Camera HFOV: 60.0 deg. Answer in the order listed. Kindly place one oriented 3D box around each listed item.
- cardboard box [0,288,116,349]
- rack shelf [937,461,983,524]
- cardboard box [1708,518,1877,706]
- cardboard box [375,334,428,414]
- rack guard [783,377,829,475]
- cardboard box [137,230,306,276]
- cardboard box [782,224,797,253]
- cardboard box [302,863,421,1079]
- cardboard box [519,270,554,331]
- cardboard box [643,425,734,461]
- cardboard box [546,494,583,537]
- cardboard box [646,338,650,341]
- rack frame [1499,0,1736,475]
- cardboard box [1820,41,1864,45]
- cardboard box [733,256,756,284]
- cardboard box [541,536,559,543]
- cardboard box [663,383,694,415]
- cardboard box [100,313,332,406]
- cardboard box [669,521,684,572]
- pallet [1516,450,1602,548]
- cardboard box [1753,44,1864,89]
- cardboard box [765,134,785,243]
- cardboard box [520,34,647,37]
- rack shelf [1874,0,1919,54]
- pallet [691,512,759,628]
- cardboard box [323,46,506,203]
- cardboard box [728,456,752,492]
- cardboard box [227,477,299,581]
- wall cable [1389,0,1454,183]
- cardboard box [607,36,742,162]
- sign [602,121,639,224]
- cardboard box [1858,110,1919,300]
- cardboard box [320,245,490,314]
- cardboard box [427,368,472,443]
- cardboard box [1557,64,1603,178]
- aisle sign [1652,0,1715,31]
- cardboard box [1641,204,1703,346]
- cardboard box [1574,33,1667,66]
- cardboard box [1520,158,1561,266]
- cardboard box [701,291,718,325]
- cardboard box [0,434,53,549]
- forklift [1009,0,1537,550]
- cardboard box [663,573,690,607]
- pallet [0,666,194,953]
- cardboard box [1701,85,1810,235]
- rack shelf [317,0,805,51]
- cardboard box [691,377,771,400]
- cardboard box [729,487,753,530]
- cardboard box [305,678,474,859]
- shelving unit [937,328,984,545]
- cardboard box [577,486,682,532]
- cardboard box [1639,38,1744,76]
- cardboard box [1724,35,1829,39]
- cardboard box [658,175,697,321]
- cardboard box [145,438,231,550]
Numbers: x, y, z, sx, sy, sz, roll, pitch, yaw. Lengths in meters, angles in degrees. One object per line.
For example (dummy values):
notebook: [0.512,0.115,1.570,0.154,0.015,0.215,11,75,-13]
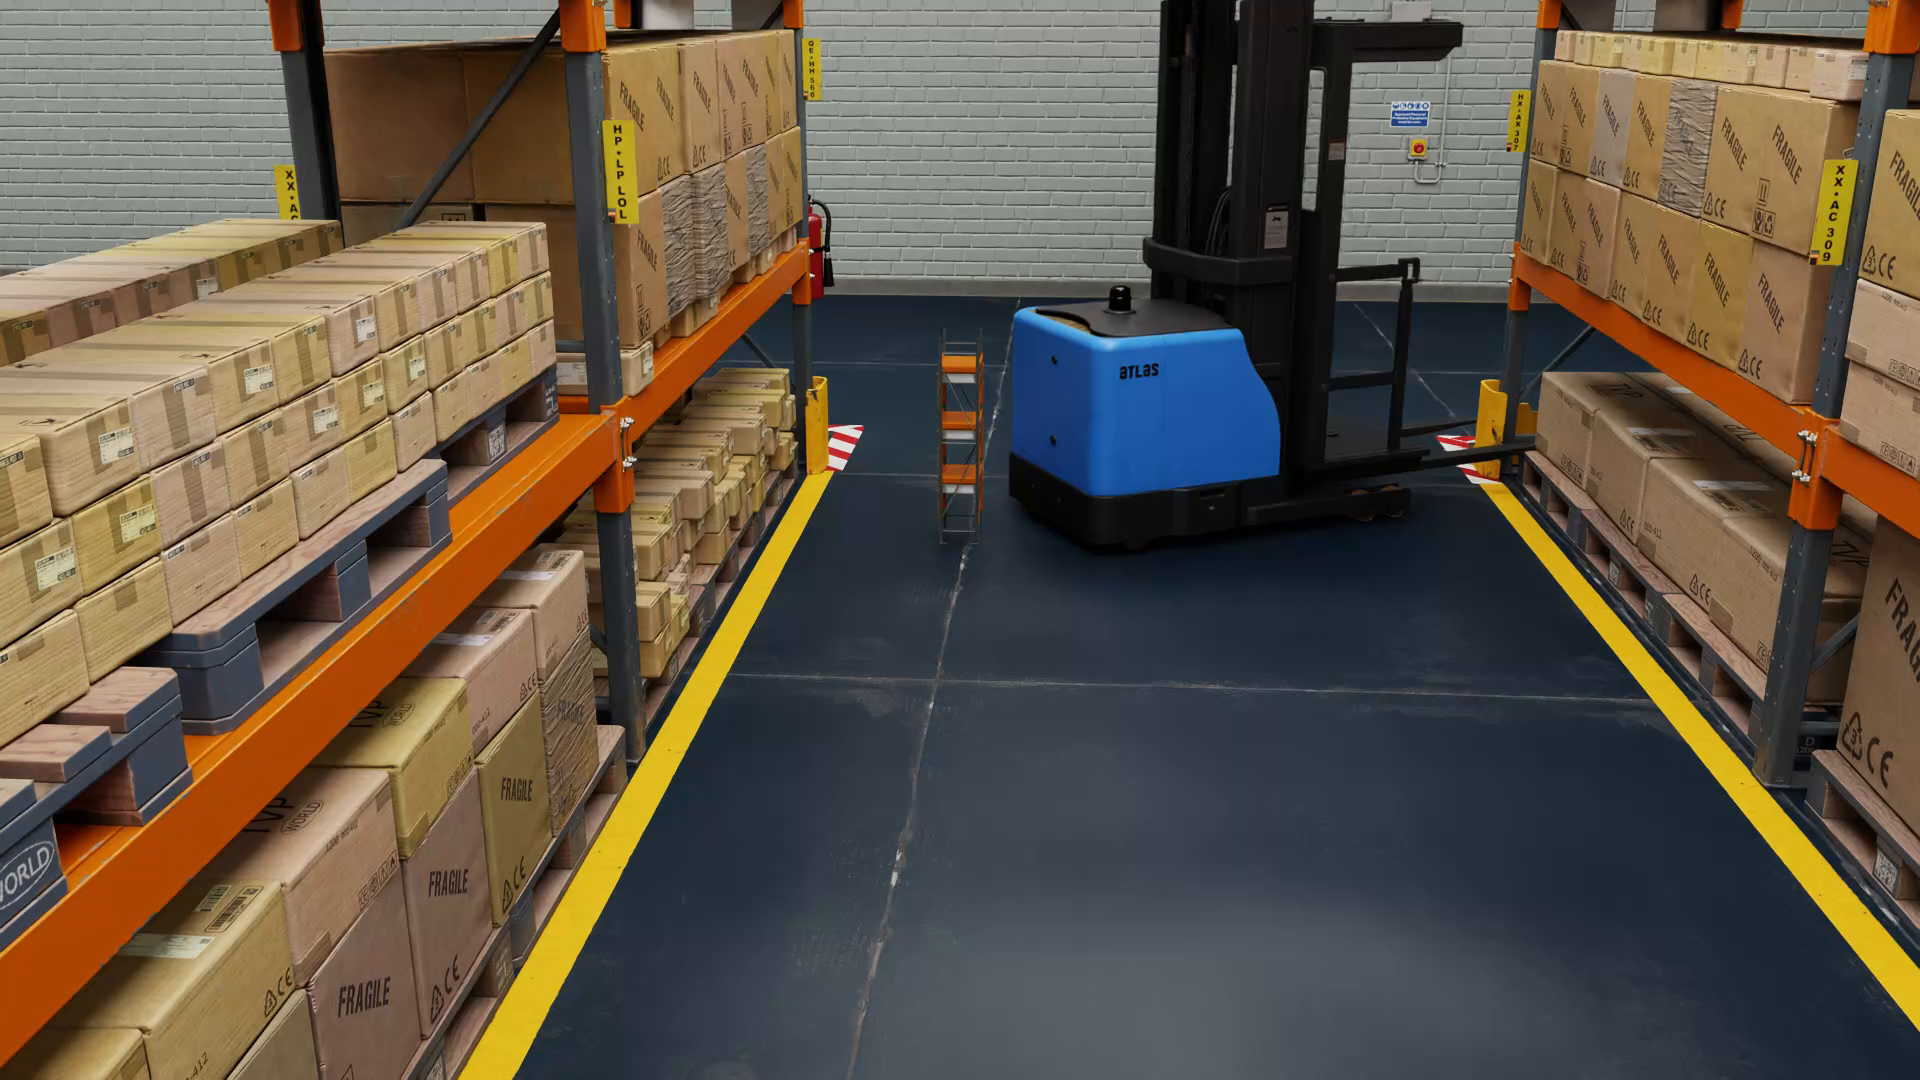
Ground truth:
cardboard box: [-2.226,-0.495,3.890,0.380,0.149,0.250,2,18,6]
rack shelf: [0.004,-0.241,8.400,0.215,0.259,0.240,1,18,4]
cardboard box: [3.450,0.259,6.256,0.875,0.438,0.875,1,18,3]
cardboard box: [-1.552,-0.415,4.122,0.380,0.149,0.250,0,18,1]
rack guard: [-1.366,-0.677,9.685,1.175,0.500,0.348,1,18,4]
cardboard box: [-2.148,-0.810,4.851,0.380,0.149,0.250,2,18,5]
cardboard box: [-1.102,-1.661,9.079,0.380,0.149,0.250,1,18,4]
cardboard box: [-1.564,1.055,3.726,0.500,0.500,0.500,1,18,3]
cardboard box: [-1.479,-0.739,5.113,0.380,0.149,0.250,2,18,6]
cardboard box: [-1.288,-0.442,7.904,0.380,0.149,0.250,1,18,2]
cardboard box: [-1.795,-0.126,6.939,0.380,0.149,0.250,2,18,6]
cardboard box: [-1.356,-0.689,6.112,0.380,0.149,0.250,2,18,6]
rack frame: [3.584,-1.809,9.126,1.000,3.000,0.127,1,18,4]
cardboard box: [3.621,-1.888,6.558,0.380,0.149,0.250,1,18,4]
cardboard box: [-1.203,-1.346,8.115,0.380,0.149,0.250,0,18,1]
cardboard box: [-1.817,0.020,6.972,0.380,0.149,0.250,1,18,4]
cardboard box: [-1.636,-0.772,8.911,0.380,0.149,0.250,2,18,5]
cardboard box: [-1.593,-0.391,3.573,0.380,0.149,0.250,1,18,3]
cardboard box: [-1.369,0.022,6.965,0.380,0.149,0.250,0,18,1]
pallet: [3.605,-0.234,8.797,1.003,0.211,1.213,1,18,4]
cardboard box: [3.157,-1.736,6.096,0.380,0.149,0.250,1,18,3]
cardboard box: [-1.178,-1.772,8.375,0.500,0.500,0.500,1,18,3]
cardboard box: [-1.747,-2.101,7.772,0.500,0.500,0.500,1,18,3]
rack shelf: [3.154,-1.029,3.084,1.077,0.370,4.000,1,18,4]
pallet: [-1.549,0.090,7.809,1.003,0.211,1.213,1,18,4]
cardboard box: [-1.883,-1.462,5.823,0.500,0.500,0.500,1,18,2]
cardboard box: [-1.210,-0.302,7.954,0.380,0.149,0.250,2,18,7]
cardboard box: [-1.607,-0.030,3.426,0.380,0.149,0.250,2,18,5]
wall cable: [3.965,-4.058,14.309,0.585,1.953,0.123,1,18,4]
cardboard box: [-1.244,-1.921,7.224,0.500,0.500,0.500,1,18,2]
sign: [-1.093,-1.185,5.362,0.100,0.325,0.005,1,18,4]
cardboard box: [2.979,-0.959,4.766,0.500,0.500,0.500,1,18,5]
cardboard box: [-1.520,-0.716,4.564,0.380,0.149,0.250,1,18,2]
cardboard box: [-1.534,-0.362,4.440,0.380,0.149,0.250,0,18,1]
cardboard box: [3.236,-2.028,8.029,0.500,0.500,0.500,1,18,2]
aisle sign: [3.899,-3.060,8.769,0.394,0.787,0.004,1,18,4]
cardboard box: [3.129,-1.080,6.742,0.500,0.500,0.500,1,18,3]
cardboard box: [3.202,-2.375,8.045,0.380,0.149,0.250,2,18,6]
cardboard box: [3.264,-1.714,8.675,0.500,0.500,0.500,1,18,3]
cardboard box: [-1.254,-1.017,7.113,0.380,0.149,0.250,2,18,6]
cardboard box: [-1.669,-0.065,2.578,0.380,0.149,0.250,1,18,4]
forklift: [1.827,-1.629,8.689,3.031,2.935,1.130,-8,20,-22]
cardboard box: [-1.315,0.243,6.770,0.380,0.149,0.250,1,18,4]
pallet: [-1.989,0.464,2.498,1.213,0.211,1.003,1,18,4]
cardboard box: [3.100,-1.399,6.110,0.500,0.500,0.500,1,18,3]
rack shelf: [-1.504,-2.350,7.117,1.077,0.370,4.000,1,18,4]
cardboard box: [-1.221,-0.769,8.900,0.380,0.149,0.250,2,18,5]
cardboard box: [-1.212,-0.160,7.999,0.380,0.149,0.250,2,18,5]
cardboard box: [-1.522,0.547,4.072,0.500,0.250,0.500,0,18,1]
shelving unit: [0.004,-0.516,8.310,0.215,1.050,0.252,1,18,4]
cardboard box: [-1.372,-0.121,6.923,0.380,0.149,0.250,1,18,2]
cardboard box: [3.130,-2.055,7.069,0.380,0.149,0.250,1,18,3]
cardboard box: [3.681,-2.206,7.529,0.380,0.149,0.250,1,18,3]
cardboard box: [-1.332,-1.137,6.436,0.500,0.500,0.500,1,18,4]
cardboard box: [-1.629,-0.094,3.143,0.380,0.149,0.250,1,18,4]
